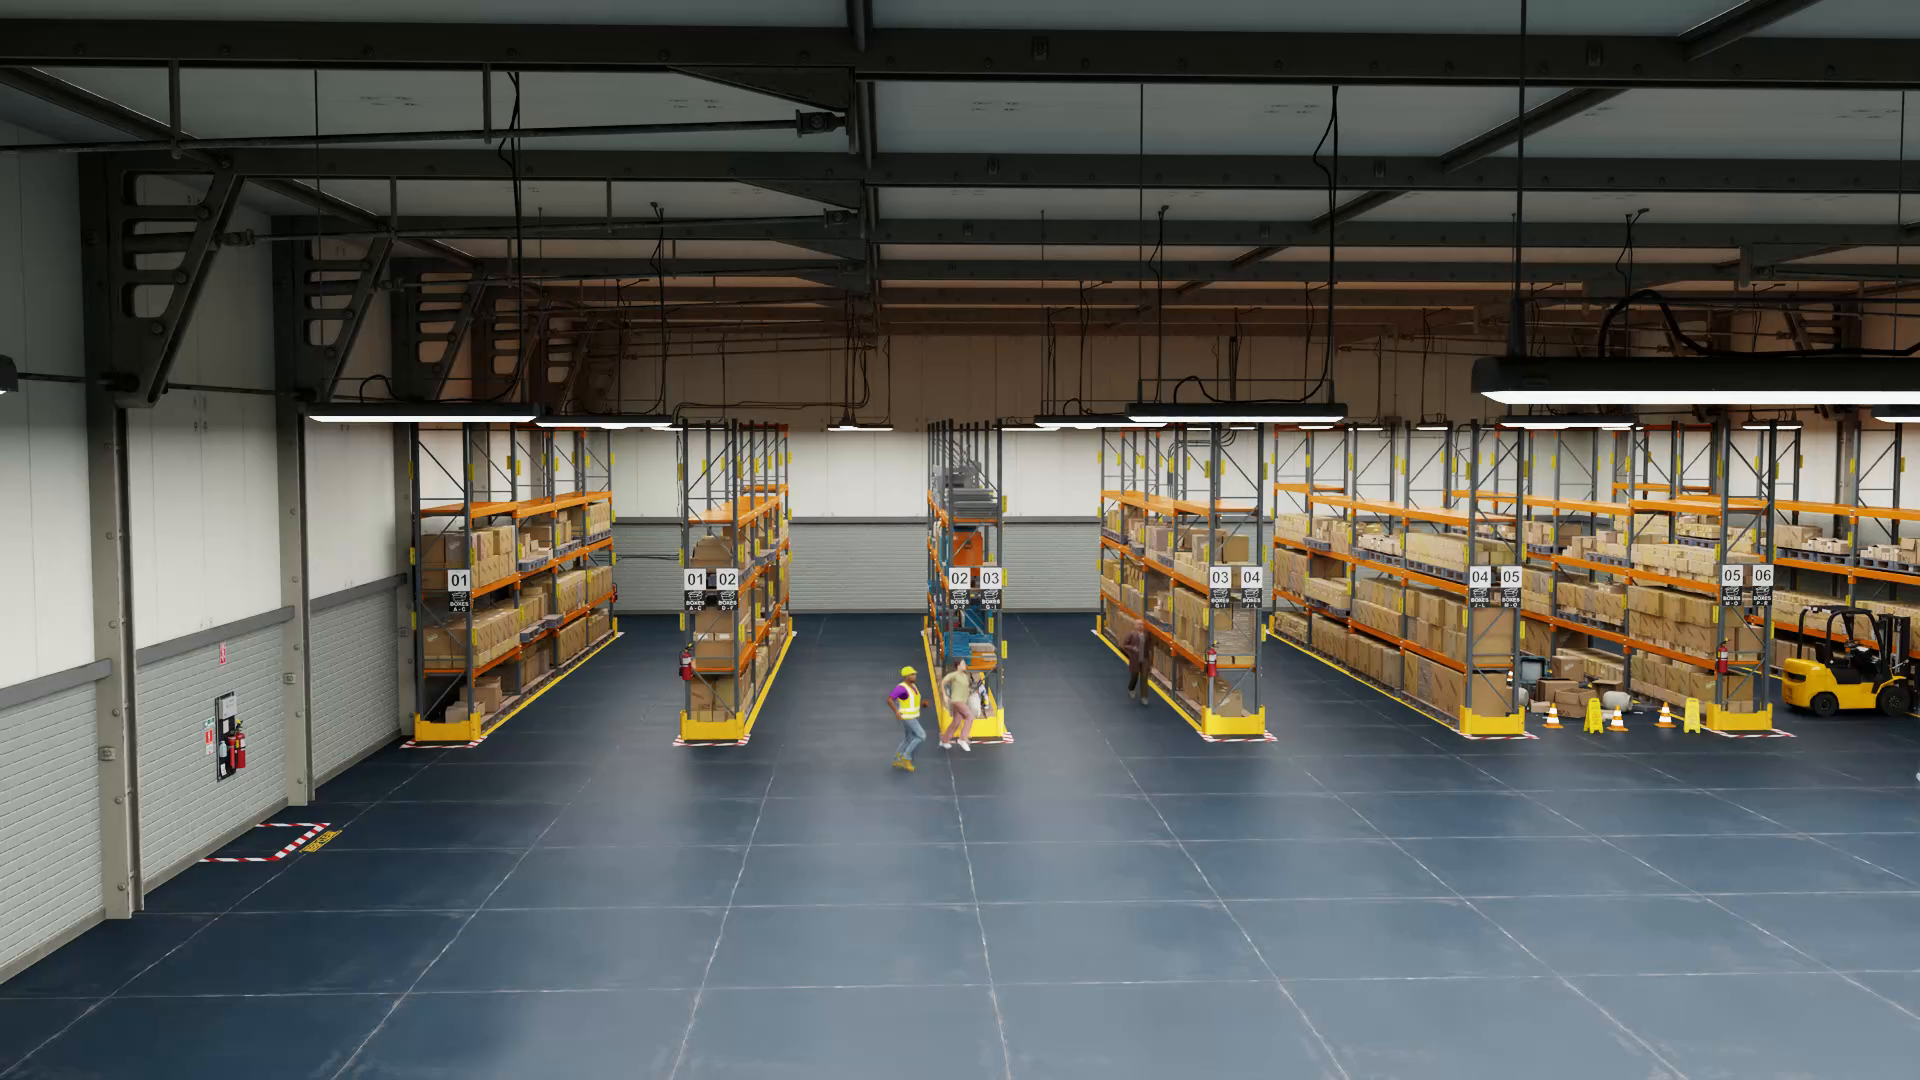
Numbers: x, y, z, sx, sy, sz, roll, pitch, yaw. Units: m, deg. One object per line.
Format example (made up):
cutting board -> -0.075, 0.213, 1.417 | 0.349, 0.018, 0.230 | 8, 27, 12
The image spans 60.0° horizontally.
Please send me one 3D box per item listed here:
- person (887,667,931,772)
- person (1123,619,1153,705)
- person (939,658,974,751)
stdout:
person -> -0.835, 3.035, 28.233 | 0.697, 1.767, 0.674 | 1, 4, 16
person -> 3.791, 2.547, 35.193 | 0.714, 1.763, 1.081 | -1, 4, -10
person -> 0.002, 2.958, 30.135 | 0.690, 1.636, 0.574 | 2, 4, 28
